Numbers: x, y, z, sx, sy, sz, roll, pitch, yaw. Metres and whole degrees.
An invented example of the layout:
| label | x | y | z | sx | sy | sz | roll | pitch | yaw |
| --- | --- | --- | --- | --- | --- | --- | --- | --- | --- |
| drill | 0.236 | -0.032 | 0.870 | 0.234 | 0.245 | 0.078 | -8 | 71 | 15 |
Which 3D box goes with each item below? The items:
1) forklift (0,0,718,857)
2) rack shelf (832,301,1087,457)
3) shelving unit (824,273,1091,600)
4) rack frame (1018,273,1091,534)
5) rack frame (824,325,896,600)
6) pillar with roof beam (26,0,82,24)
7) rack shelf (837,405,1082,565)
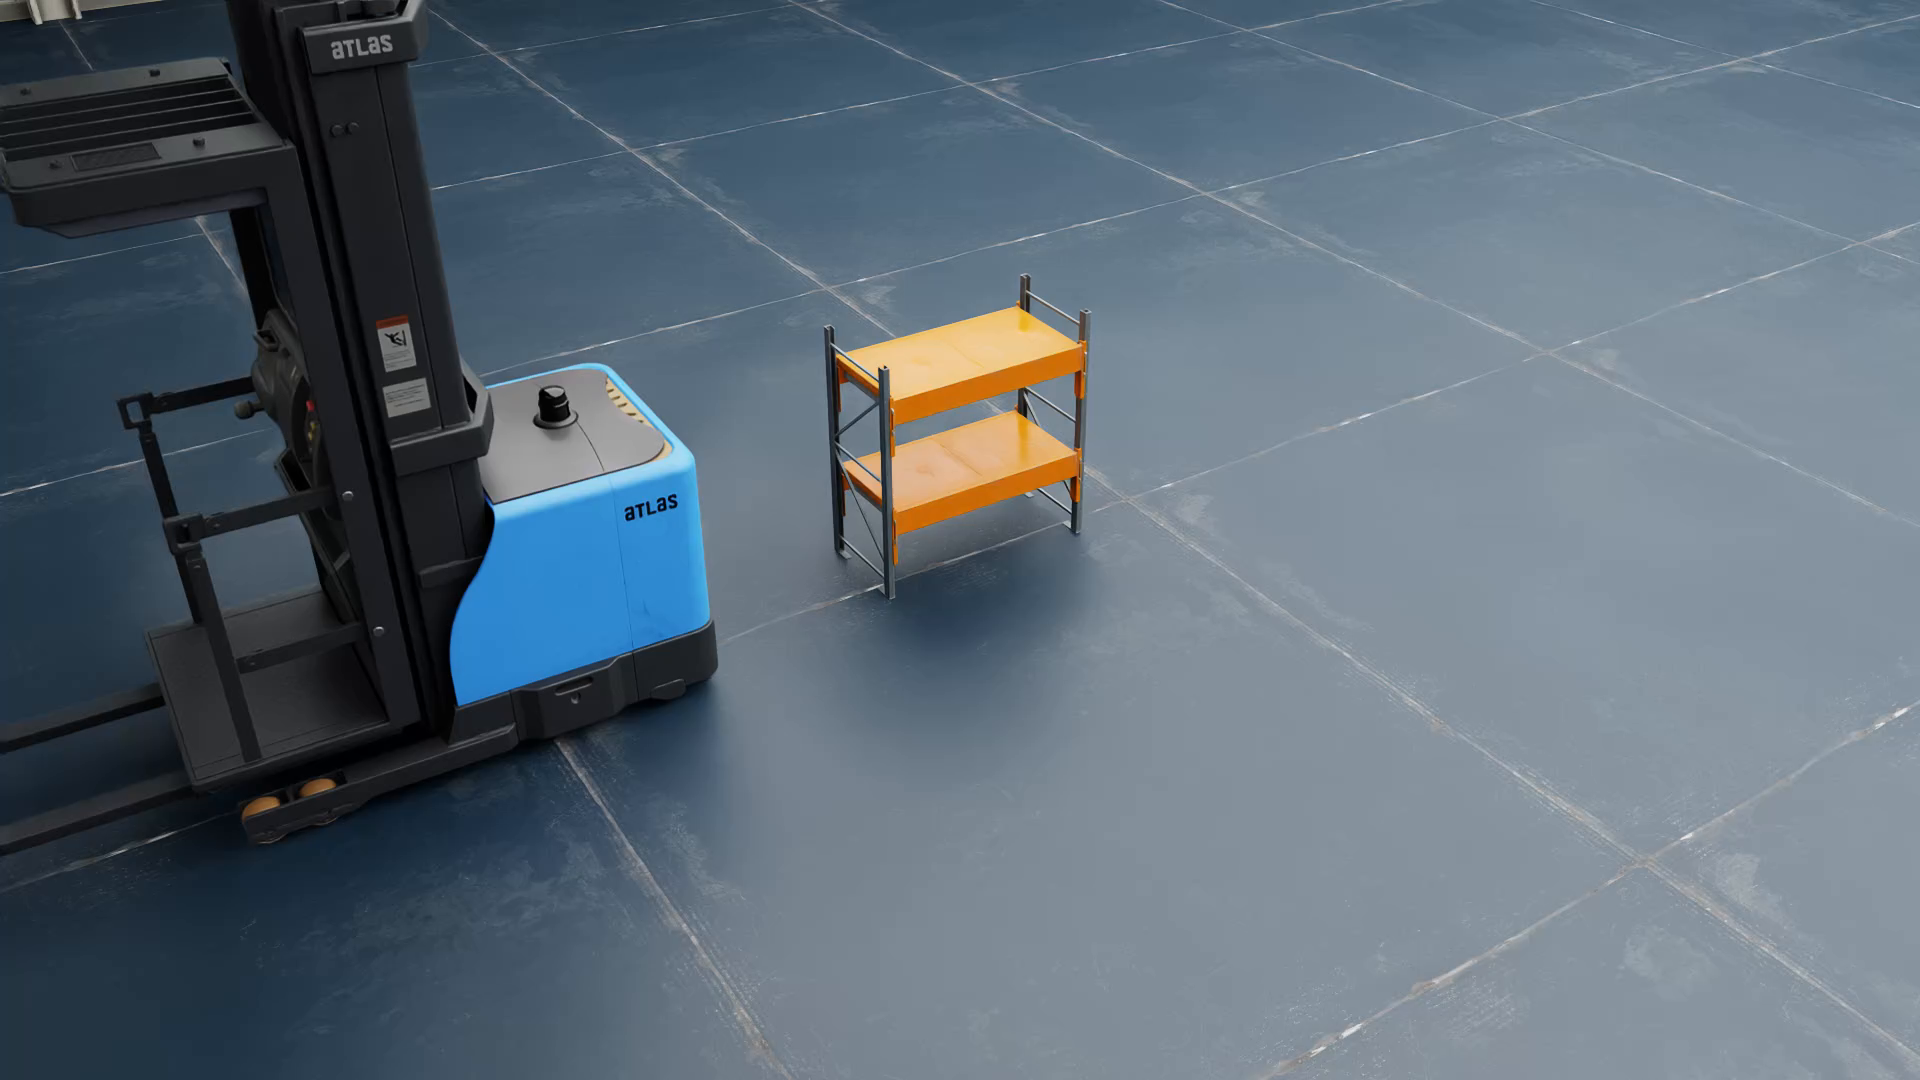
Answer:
| label | x | y | z | sx | sy | sz | roll | pitch | yaw |
| --- | --- | --- | --- | --- | --- | --- | --- | --- | --- |
| forklift | -2.518 | -0.466 | 5.741 | 3.031 | 2.935 | 1.130 | -18 | 36 | -26 |
| rack shelf | -0.006 | -0.721 | 7.291 | 1.000 | 0.278 | 0.538 | -19 | 37 | -27 |
| shelving unit | -0.006 | -0.474 | 7.447 | 1.048 | 1.125 | 0.538 | -19 | 37 | -27 |
| rack frame | 0.422 | -0.621 | 7.680 | 0.032 | 1.125 | 0.500 | -19 | 37 | -27 |
| rack frame | -0.433 | -0.327 | 7.214 | 0.032 | 1.125 | 0.500 | -19 | 37 | -27 |
| pillar with roof beam | -6.056 | -6.726 | 9.978 | 0.400 | 9.000 | 9.100 | -19 | 37 | -27 |
| rack shelf | -0.006 | -0.267 | 7.577 | 1.000 | 0.278 | 0.538 | -19 | 37 | -27 |
